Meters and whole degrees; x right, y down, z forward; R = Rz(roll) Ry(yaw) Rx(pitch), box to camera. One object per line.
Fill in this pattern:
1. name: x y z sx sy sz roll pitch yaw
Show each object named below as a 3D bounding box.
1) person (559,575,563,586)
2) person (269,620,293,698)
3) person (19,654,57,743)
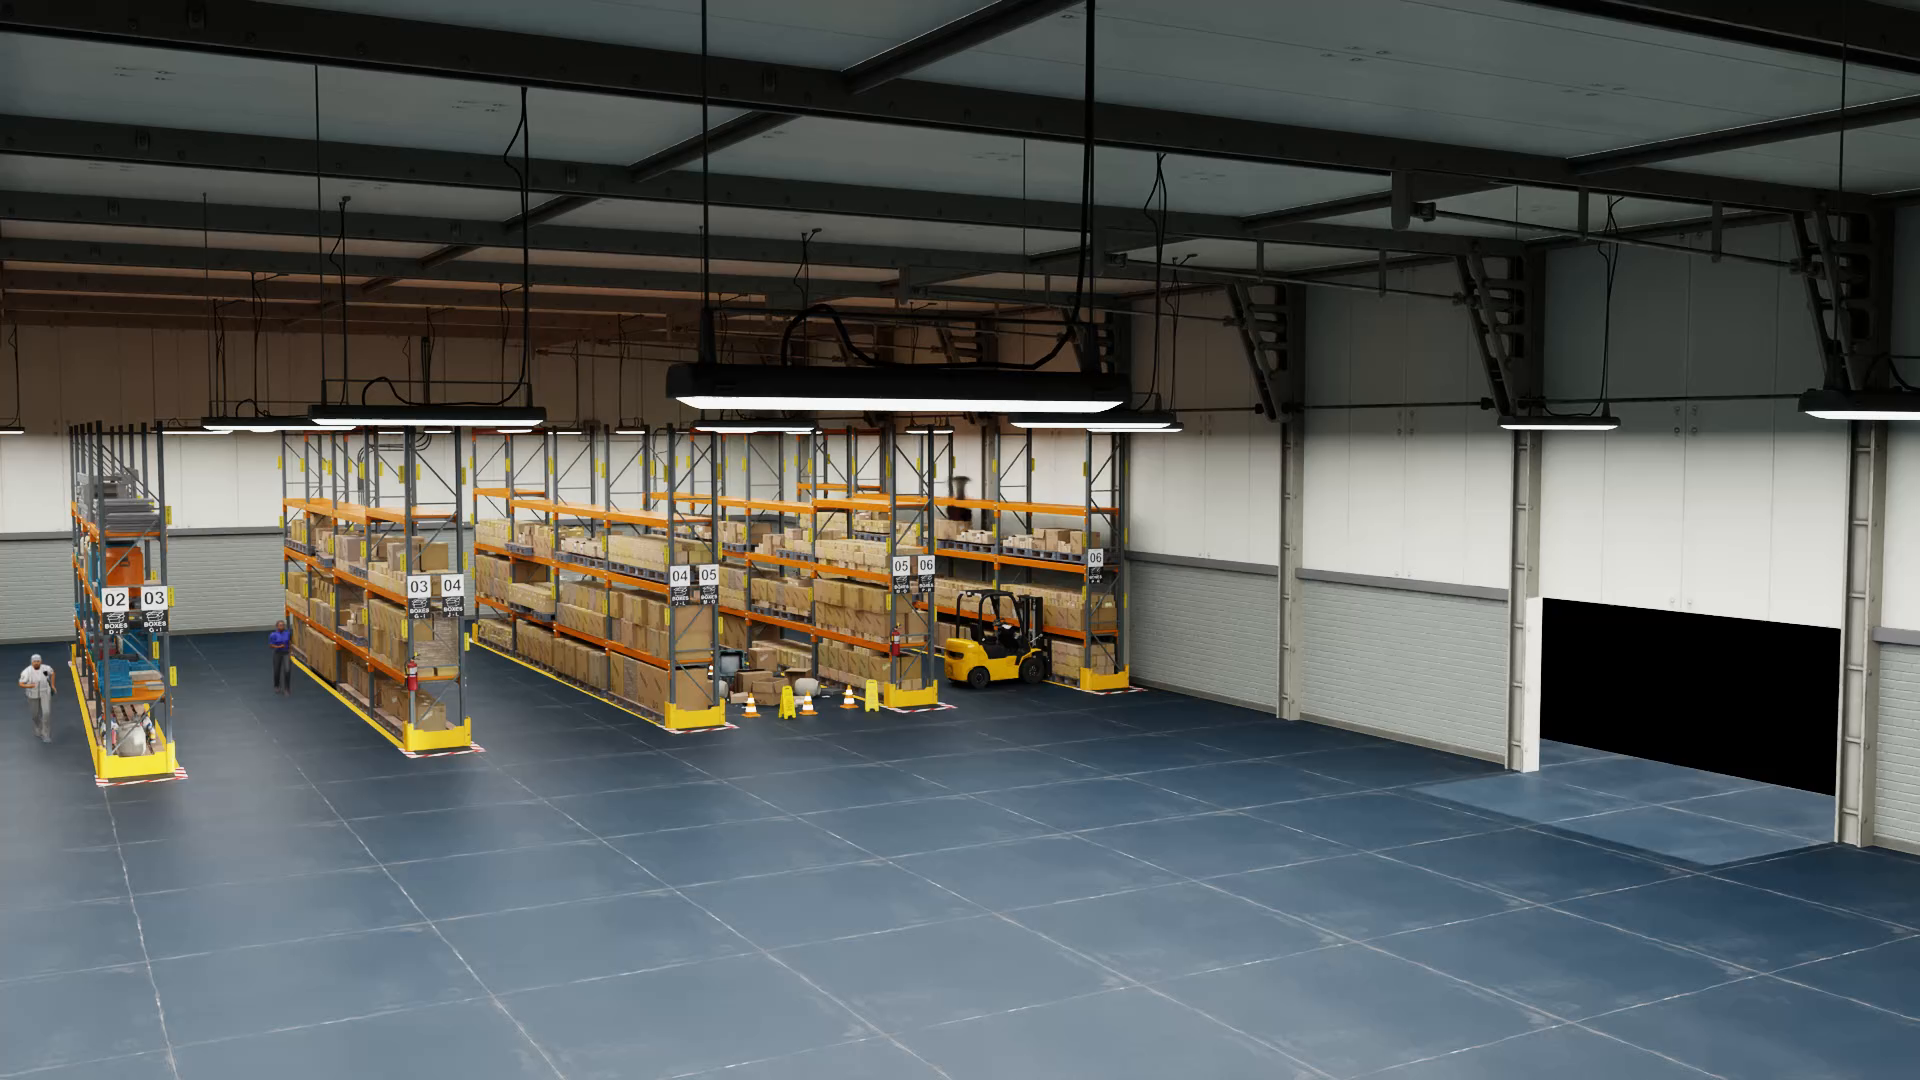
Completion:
1. person: -11.464 1.876 48.103 0.844 1.748 0.644 -1 4 -9
2. person: -15.025 2.622 36.806 0.519 1.715 0.848 -2 4 -31
3. person: -17.413 2.968 31.422 0.604 1.660 0.940 -2 4 -27
